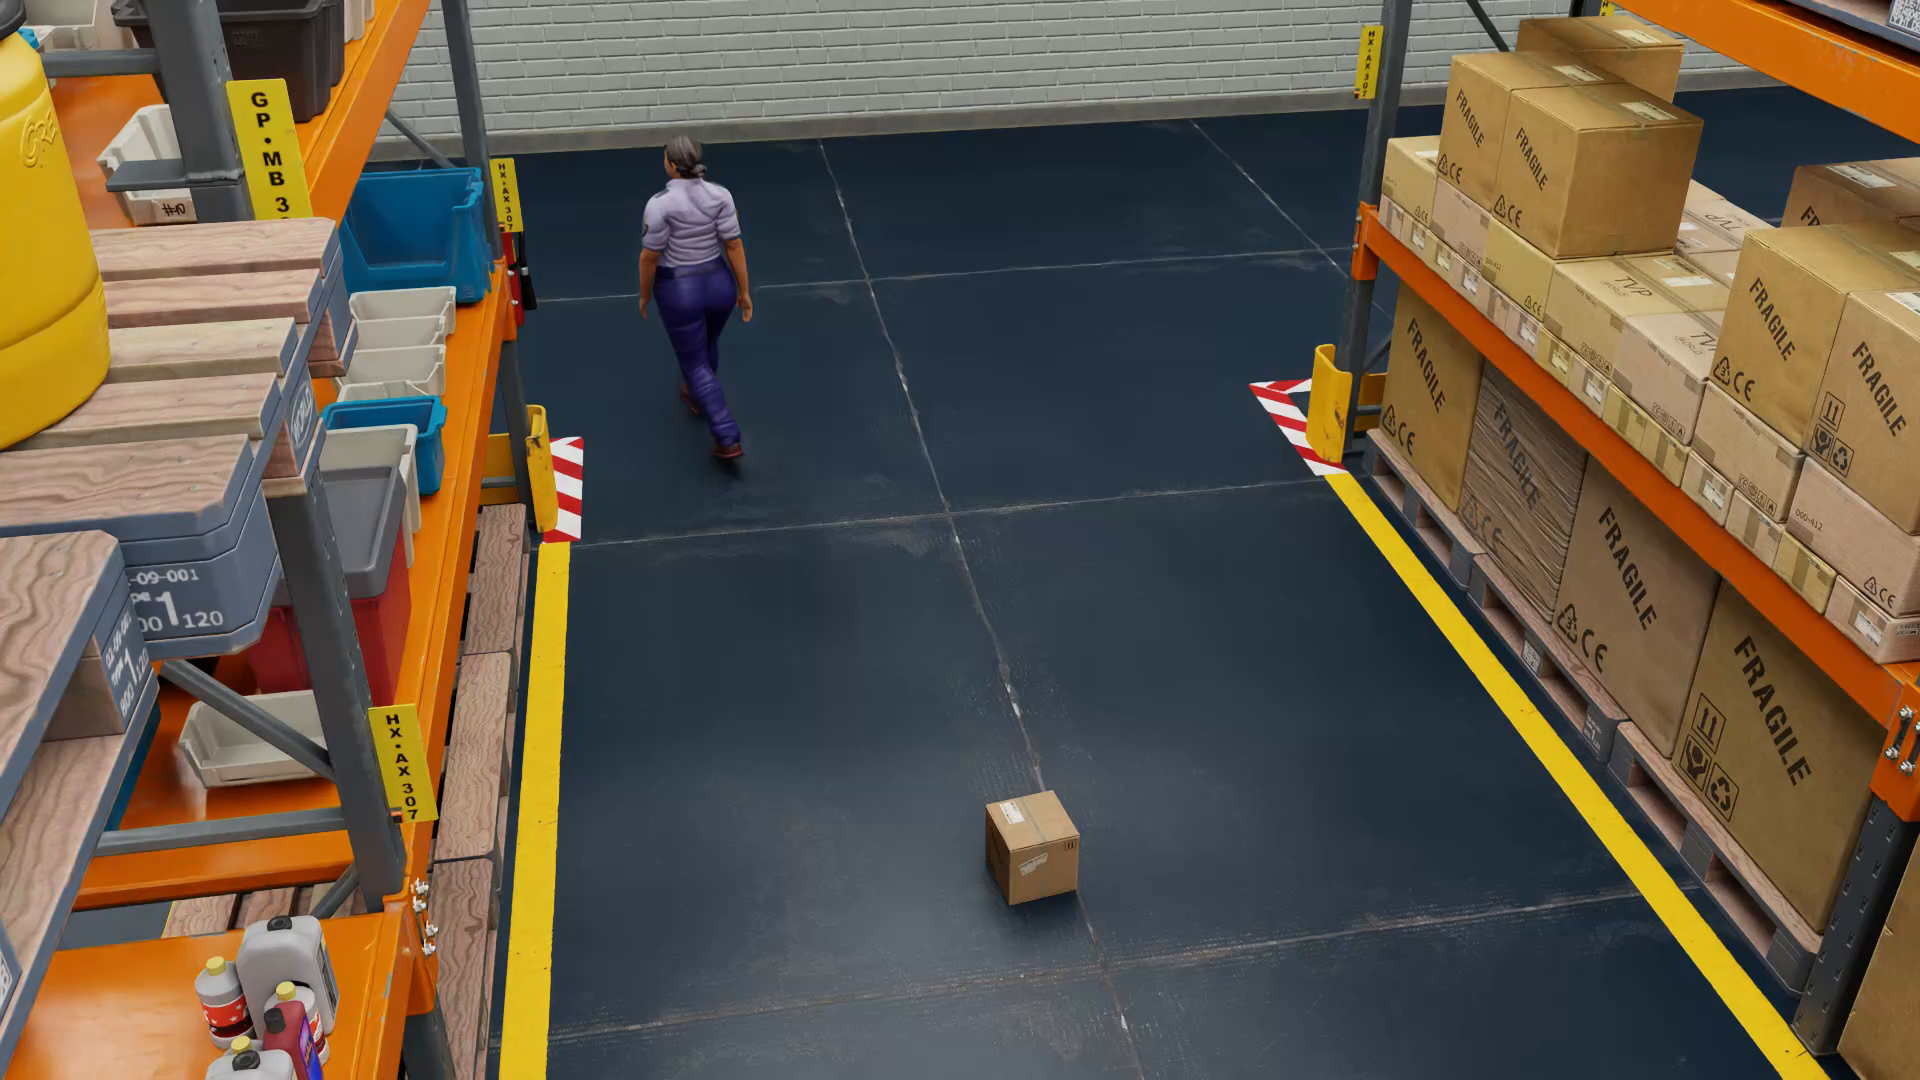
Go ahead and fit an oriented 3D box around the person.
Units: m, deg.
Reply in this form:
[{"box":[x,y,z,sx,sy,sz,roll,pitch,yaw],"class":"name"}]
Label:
[{"box":[-1.334,-1.232,8.207,0.512,1.598,0.965,-20,36,-30],"class":"person"}]
